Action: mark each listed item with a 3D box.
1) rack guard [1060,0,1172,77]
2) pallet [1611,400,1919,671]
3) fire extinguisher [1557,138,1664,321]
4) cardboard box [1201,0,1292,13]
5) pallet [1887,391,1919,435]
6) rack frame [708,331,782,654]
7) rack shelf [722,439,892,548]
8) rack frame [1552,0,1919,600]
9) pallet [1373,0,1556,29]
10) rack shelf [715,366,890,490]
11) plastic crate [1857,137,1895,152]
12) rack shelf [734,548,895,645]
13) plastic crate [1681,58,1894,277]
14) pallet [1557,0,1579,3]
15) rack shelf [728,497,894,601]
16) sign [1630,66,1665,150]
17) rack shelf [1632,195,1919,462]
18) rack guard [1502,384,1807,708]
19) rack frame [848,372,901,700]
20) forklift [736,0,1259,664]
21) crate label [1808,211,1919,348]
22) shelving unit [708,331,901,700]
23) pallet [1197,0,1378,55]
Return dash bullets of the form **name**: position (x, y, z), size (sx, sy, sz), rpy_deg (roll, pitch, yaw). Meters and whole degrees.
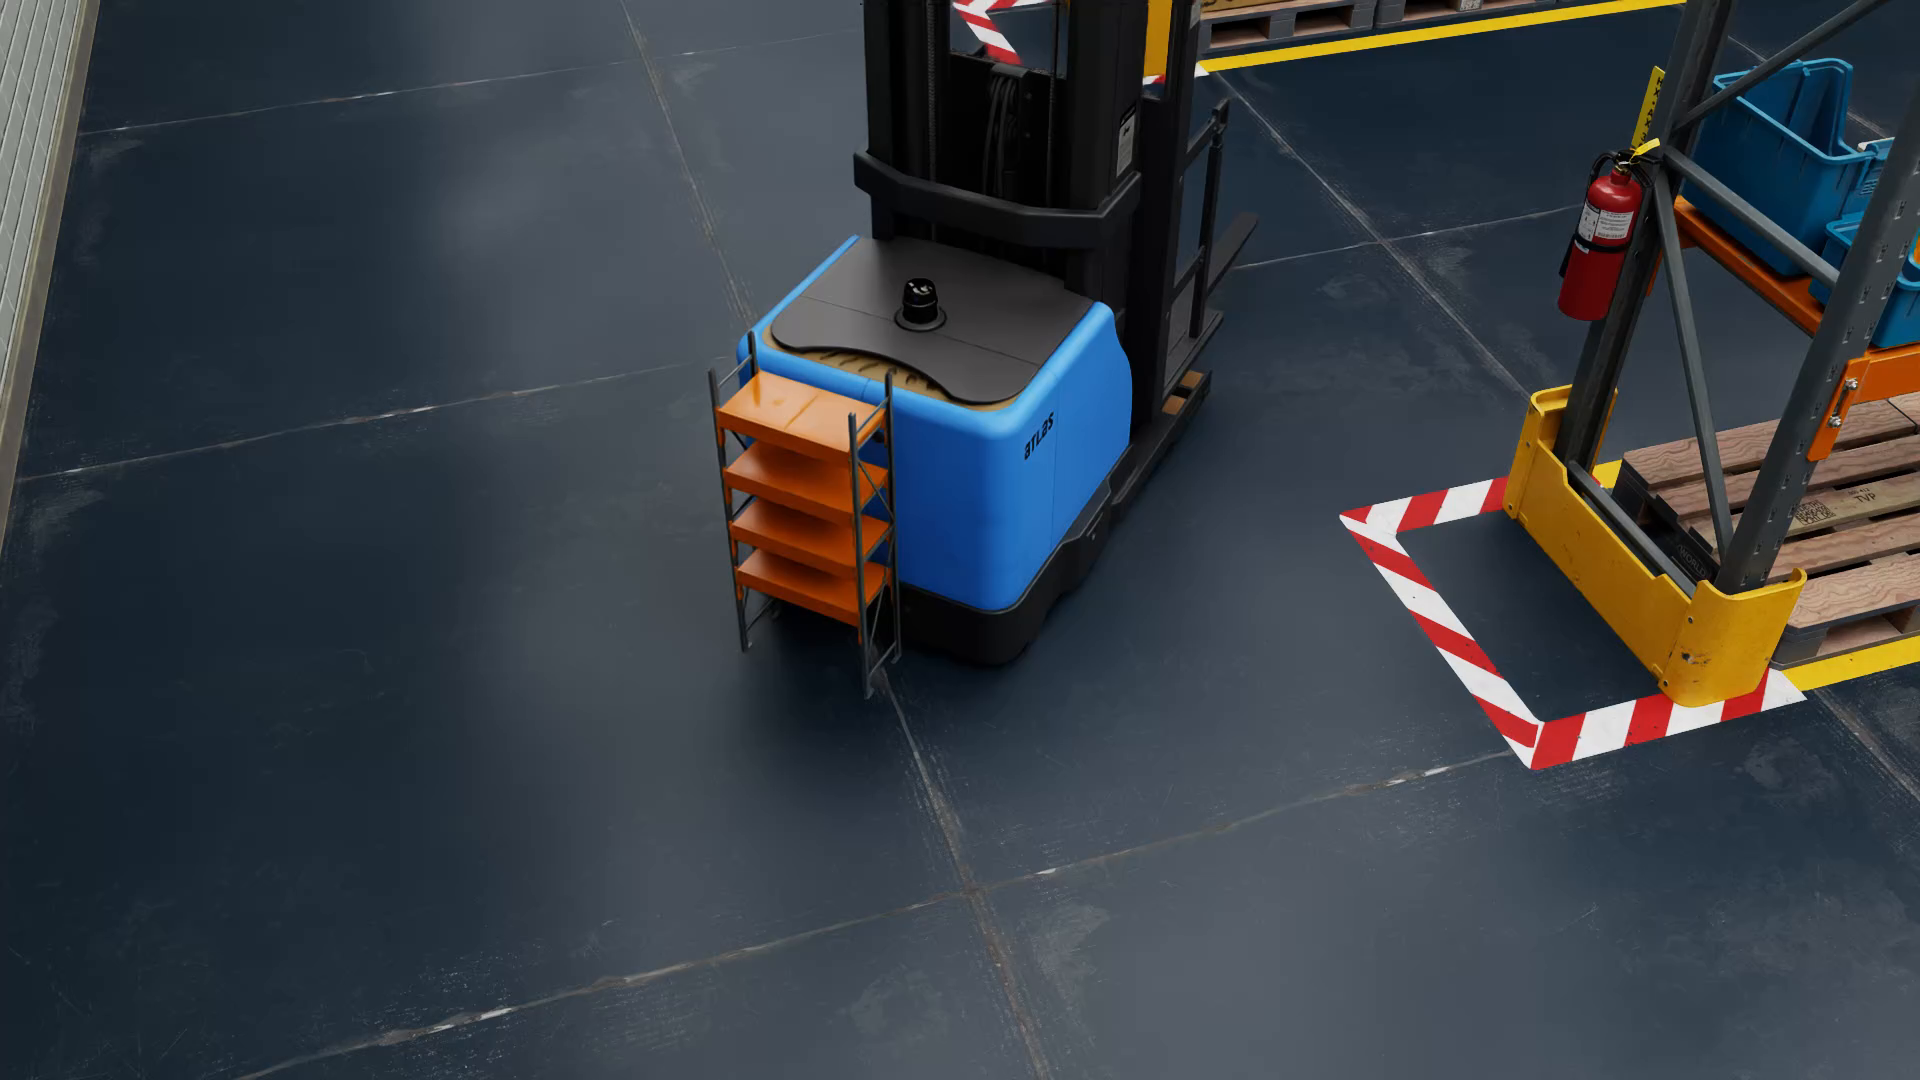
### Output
- **rack guard**: position (0.917, -3.129, 9.452), size (0.348, 0.500, 1.175), rpy_deg (-12, 42, -13)
- **pallet**: position (3.226, -0.056, 6.153), size (1.213, 0.211, 1.003), rpy_deg (-12, 42, -13)
- **fire extinguisher**: position (2.148, -1.053, 5.517), size (0.183, 0.674, 0.296), rpy_deg (-12, 42, -13)
- **cardboard box**: position (1.527, -3.610, 9.398), size (0.875, 0.875, 0.875), rpy_deg (-12, 42, -13)
- **pallet**: position (4.388, -0.294, 6.426), size (1.213, 0.211, 1.003), rpy_deg (-12, 42, -13)
- **rack frame**: position (-0.700, -0.128, 5.484), size (0.015, 1.200, 0.240), rpy_deg (19, 45, 20)
- **rack shelf**: position (-0.483, -0.172, 5.297), size (0.480, 0.148, 0.258), rpy_deg (19, 45, 20)
- **rack frame**: position (2.428, -0.967, 5.077), size (0.127, 3.000, 1.000), rpy_deg (-12, 42, -13)
- **pallet**: position (2.841, -3.471, 10.062), size (1.213, 0.211, 1.003), rpy_deg (-12, 42, -13)
- **rack shelf**: position (-0.483, -0.350, 5.142), size (0.480, 0.148, 0.258), rpy_deg (19, 45, 20)
- **plastic crate**: position (3.151, -1.165, 5.459), size (0.243, 0.136, 0.396), rpy_deg (-12, 42, -13)
- **rack shelf**: position (-0.482, 0.146, 5.575), size (0.480, 0.148, 0.258), rpy_deg (19, 45, 20)
- **plastic crate**: position (2.691, -1.186, 5.255), size (0.499, 0.435, 0.616), rpy_deg (-12, 42, -13)
- **pallet**: position (4.007, -3.714, 10.341), size (1.213, 0.211, 1.003), rpy_deg (-12, 42, -13)
- **rack shelf**: position (-0.482, -0.004, 5.445), size (0.480, 0.148, 0.258), rpy_deg (19, 45, 20)
- **sign**: position (2.247, -1.370, 5.415), size (0.005, 0.325, 0.100), rpy_deg (-12, 42, -13)
- **rack shelf**: position (4.336, -1.091, 5.766), size (4.000, 0.370, 1.077), rpy_deg (-12, 42, -13)
- **rack guard**: position (2.409, -0.013, 5.885), size (0.348, 0.500, 1.175), rpy_deg (-12, 42, -13)
- **rack frame**: position (-0.265, 0.019, 5.317), size (0.015, 1.200, 0.240), rpy_deg (19, 45, 20)
- **forklift**: position (0.380, -1.645, 5.905), size (1.130, 2.935, 3.031), rpy_deg (19, 44, 20)
- **crate label**: position (2.762, -0.769, 4.932), size (0.303, 0.233, 0.416), rpy_deg (-12, 42, -13)
- **shelving unit**: position (-0.483, -0.055, 5.400), size (0.503, 1.200, 0.258), rpy_deg (19, 45, 20)
- **pallet**: position (1.679, -3.232, 9.789), size (1.213, 0.211, 1.003), rpy_deg (-12, 42, -13)
